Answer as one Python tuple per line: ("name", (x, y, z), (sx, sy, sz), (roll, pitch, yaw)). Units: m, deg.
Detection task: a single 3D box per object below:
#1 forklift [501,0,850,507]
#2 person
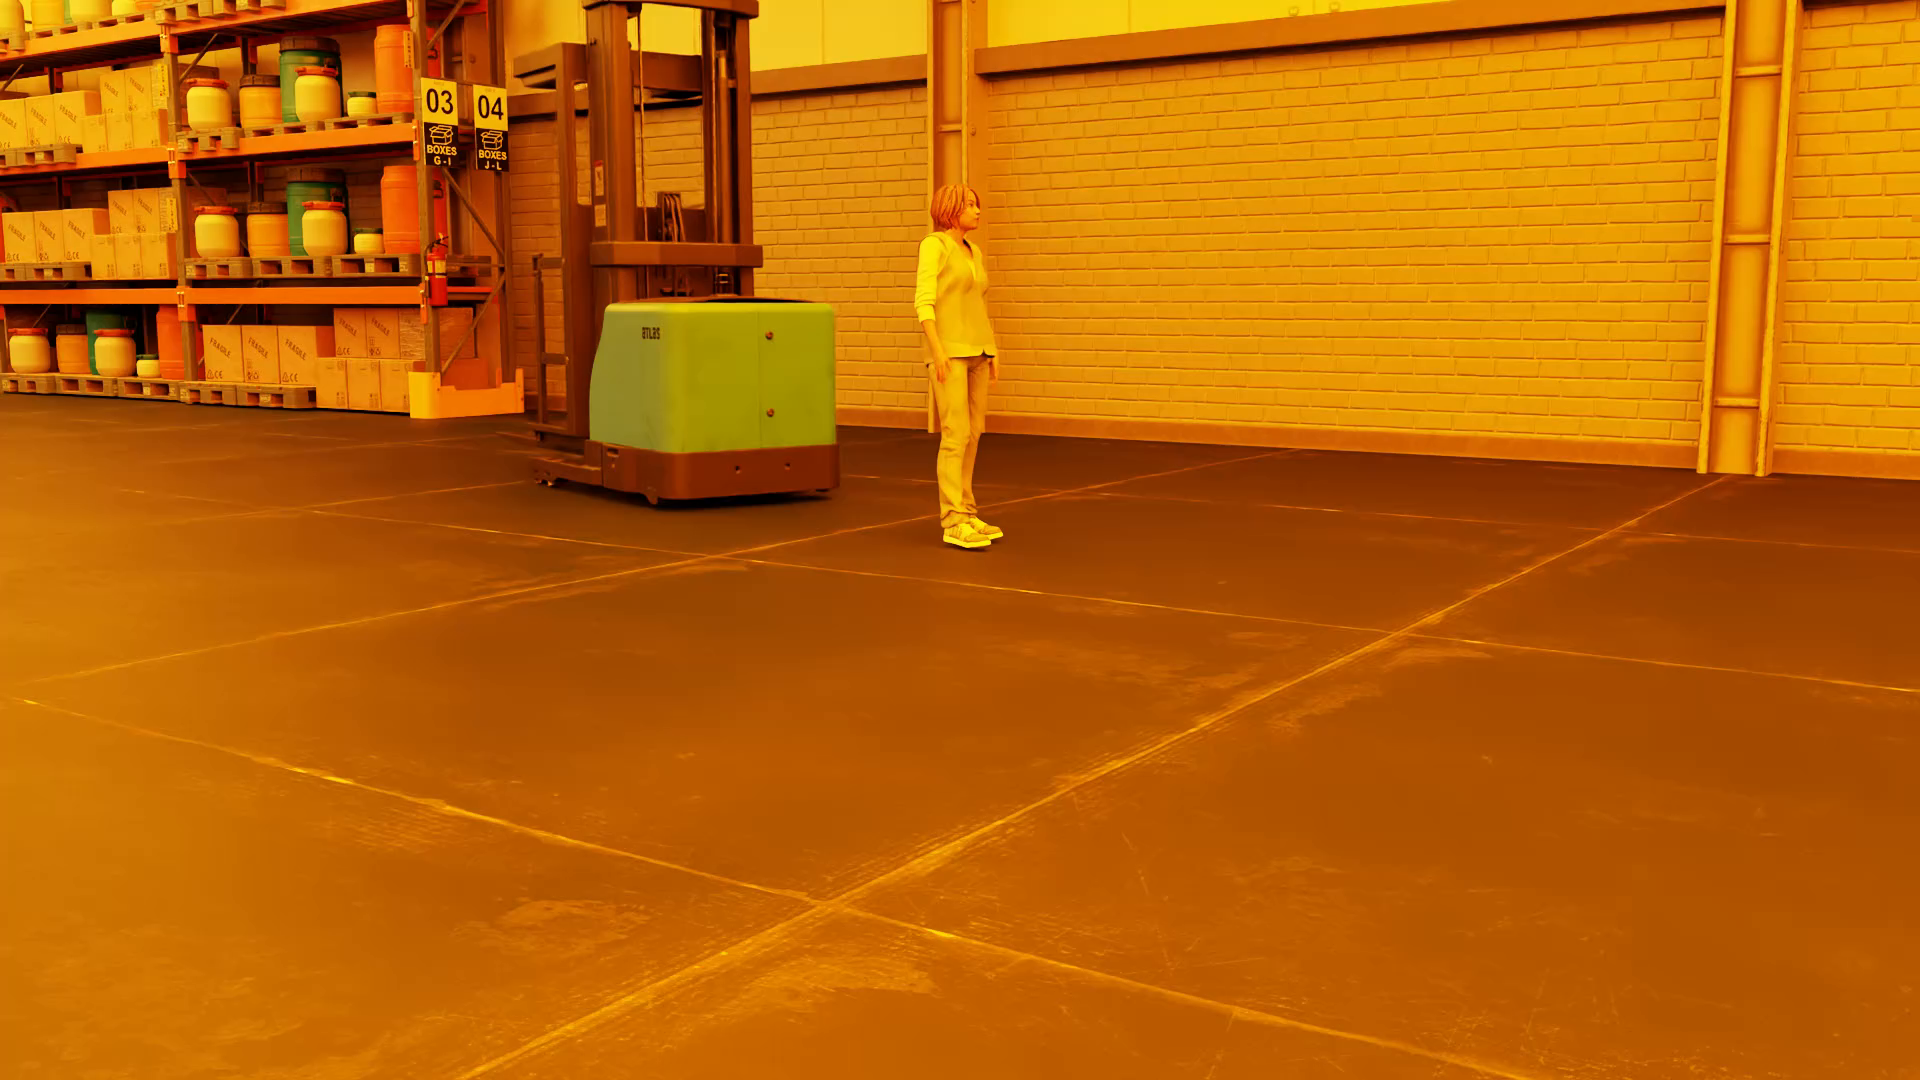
("forklift", (-1.869, -1.786, 9.755), (1.130, 2.935, 3.031), (-6, 10, -35))
("person", (0.054, -0.790, 7.437), (0.472, 1.599, 0.520), (5, 10, 34))
